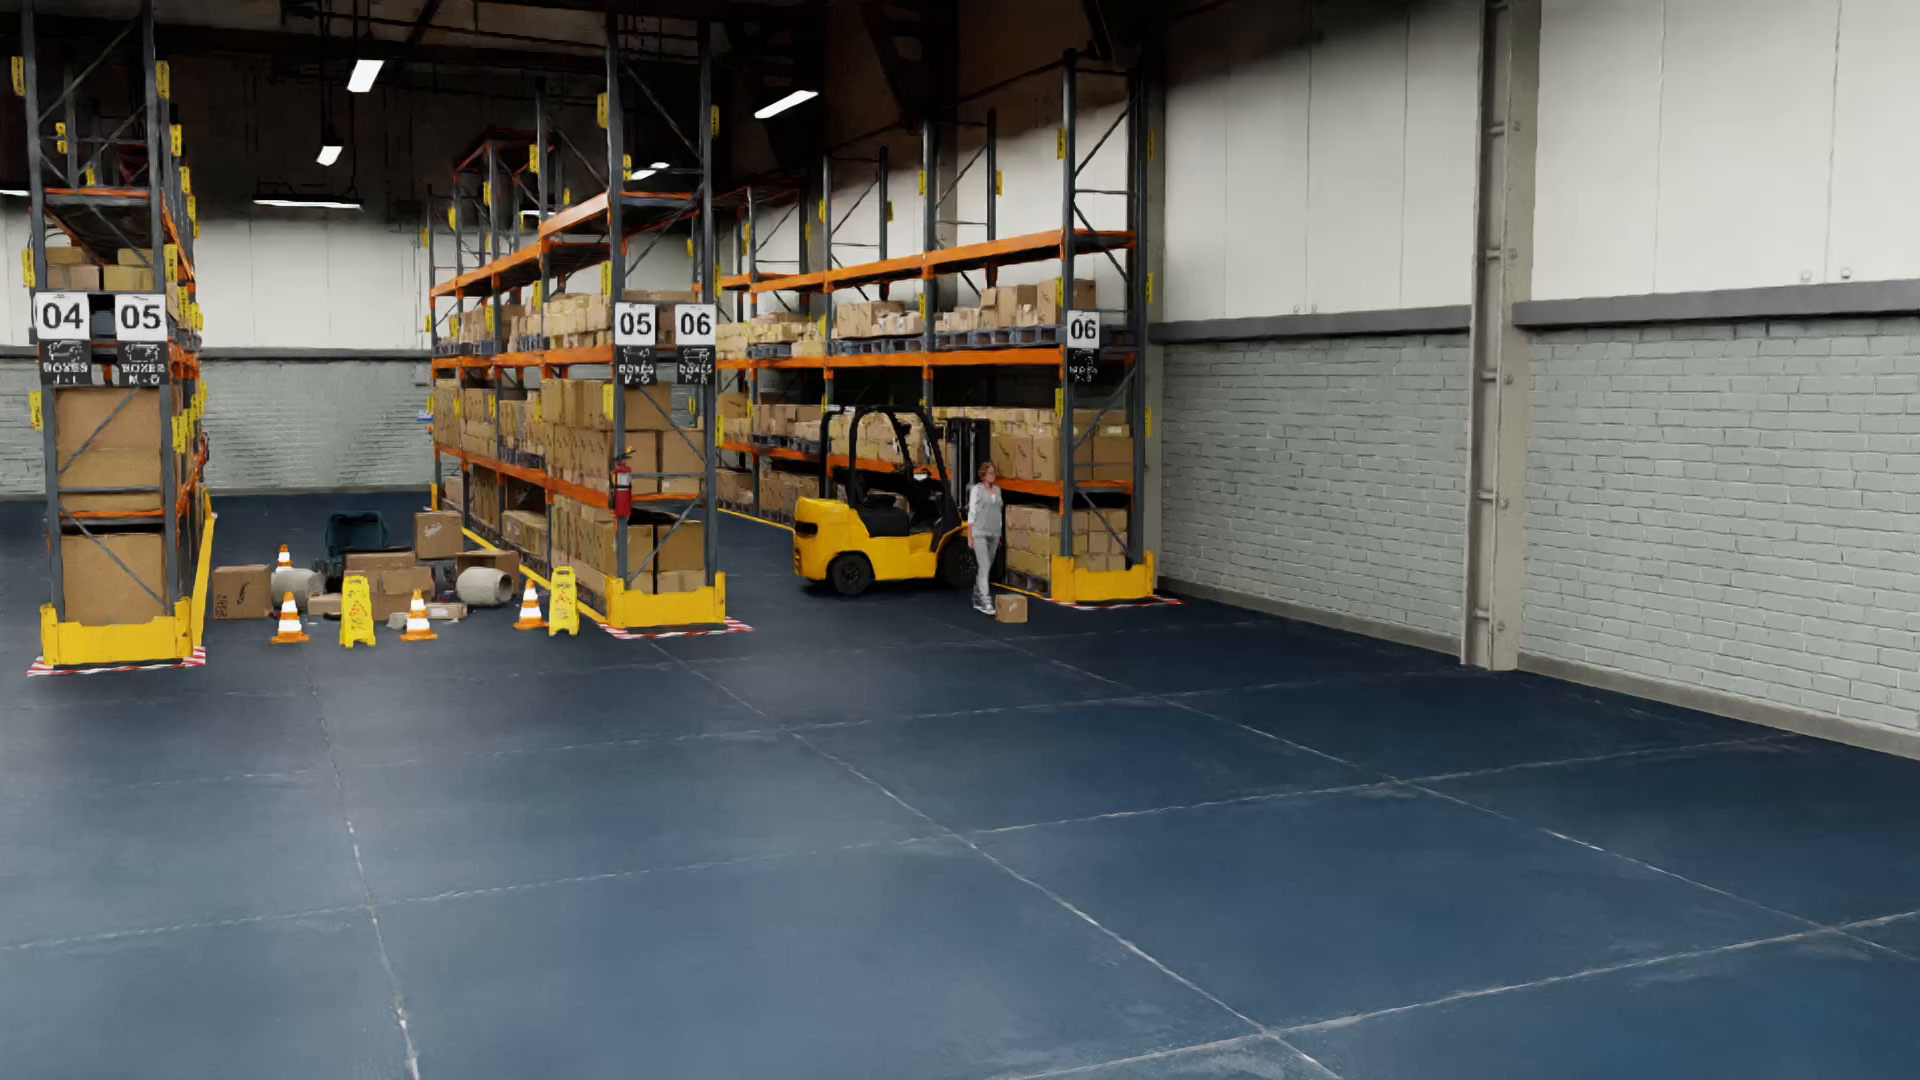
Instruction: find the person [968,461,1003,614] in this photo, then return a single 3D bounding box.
[{"bbox_3d":[0.310,-0.031,17.445,0.435,1.590,0.644,-4,7,-38],"label":"person"}]
